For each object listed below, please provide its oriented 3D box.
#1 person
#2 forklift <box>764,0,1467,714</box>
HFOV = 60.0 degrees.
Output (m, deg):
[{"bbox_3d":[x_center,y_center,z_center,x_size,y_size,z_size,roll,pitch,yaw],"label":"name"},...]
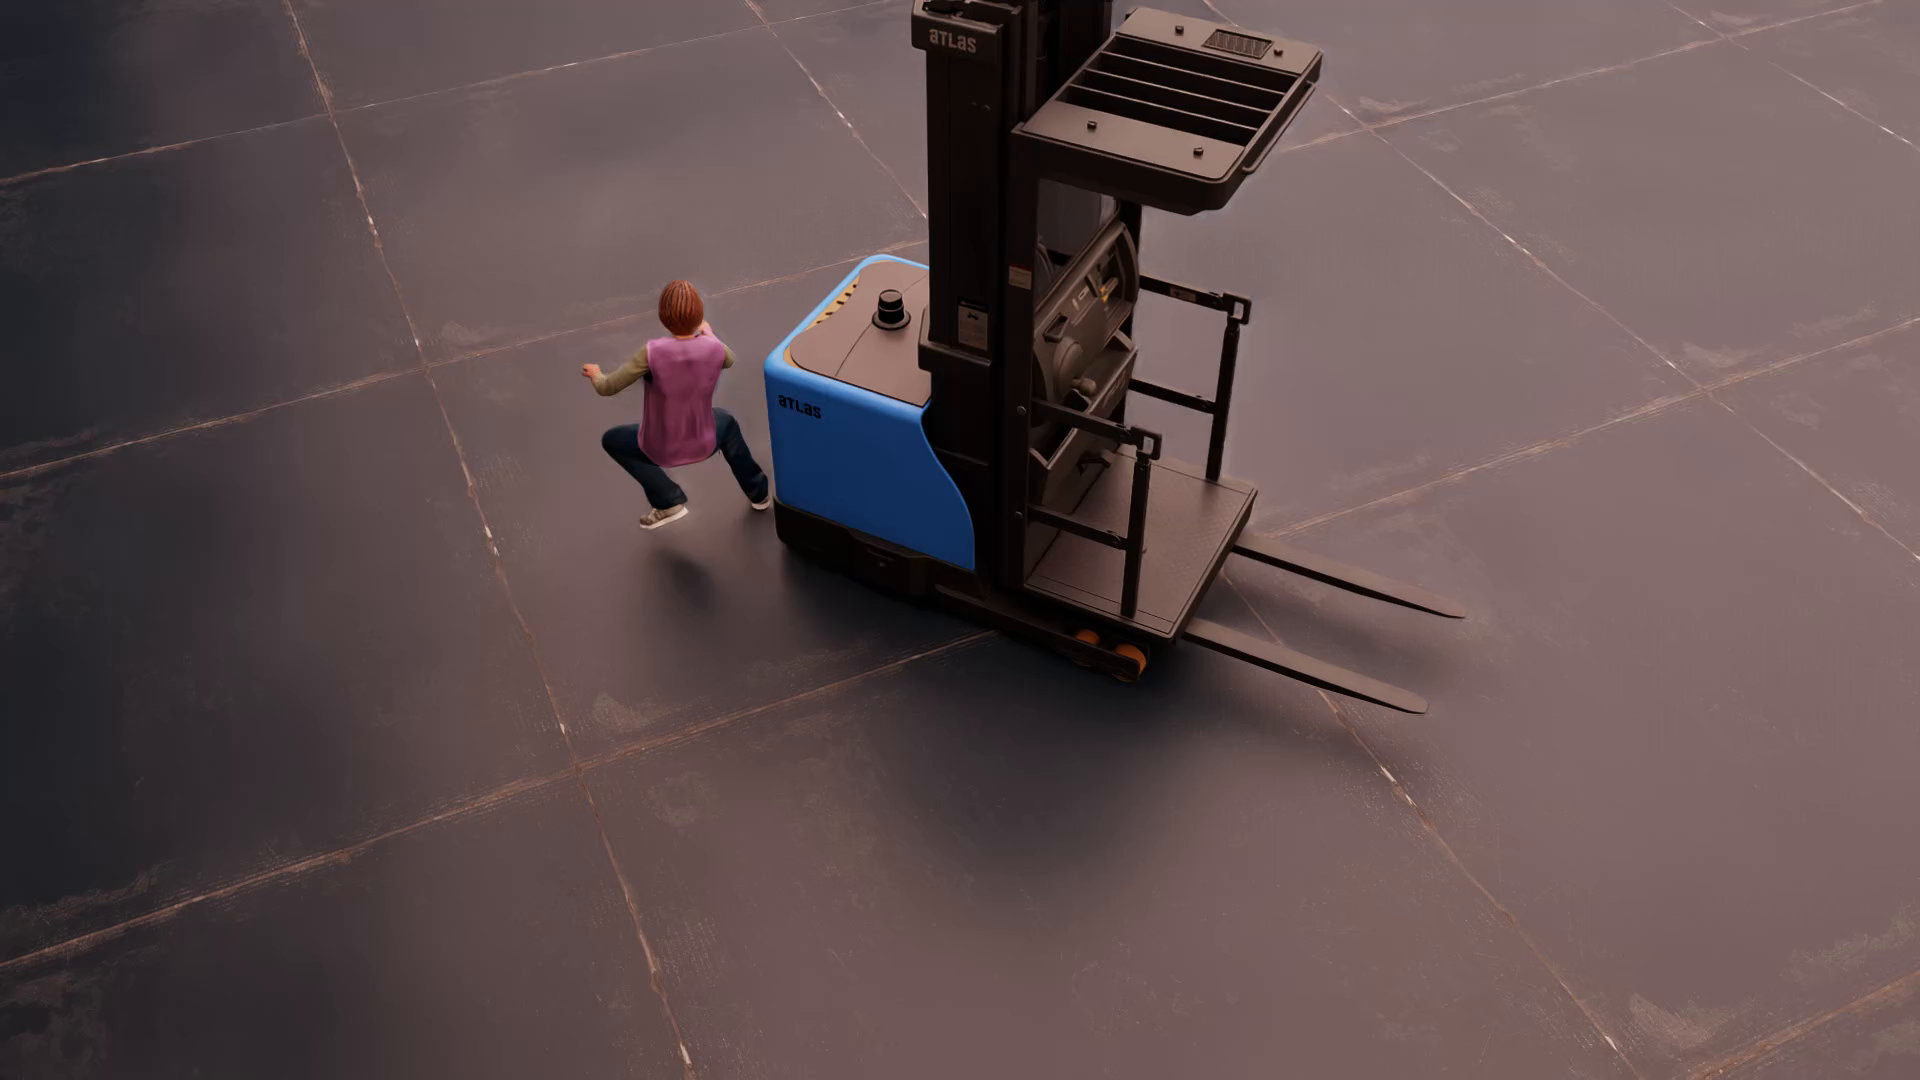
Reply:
[{"bbox_3d":[-1.272,-0.627,7.479,0.762,1.399,0.689,-16,45,-16],"label":"person"},{"bbox_3d":[0.693,-0.878,6.621,3.031,2.935,1.130,19,46,19],"label":"forklift"}]
